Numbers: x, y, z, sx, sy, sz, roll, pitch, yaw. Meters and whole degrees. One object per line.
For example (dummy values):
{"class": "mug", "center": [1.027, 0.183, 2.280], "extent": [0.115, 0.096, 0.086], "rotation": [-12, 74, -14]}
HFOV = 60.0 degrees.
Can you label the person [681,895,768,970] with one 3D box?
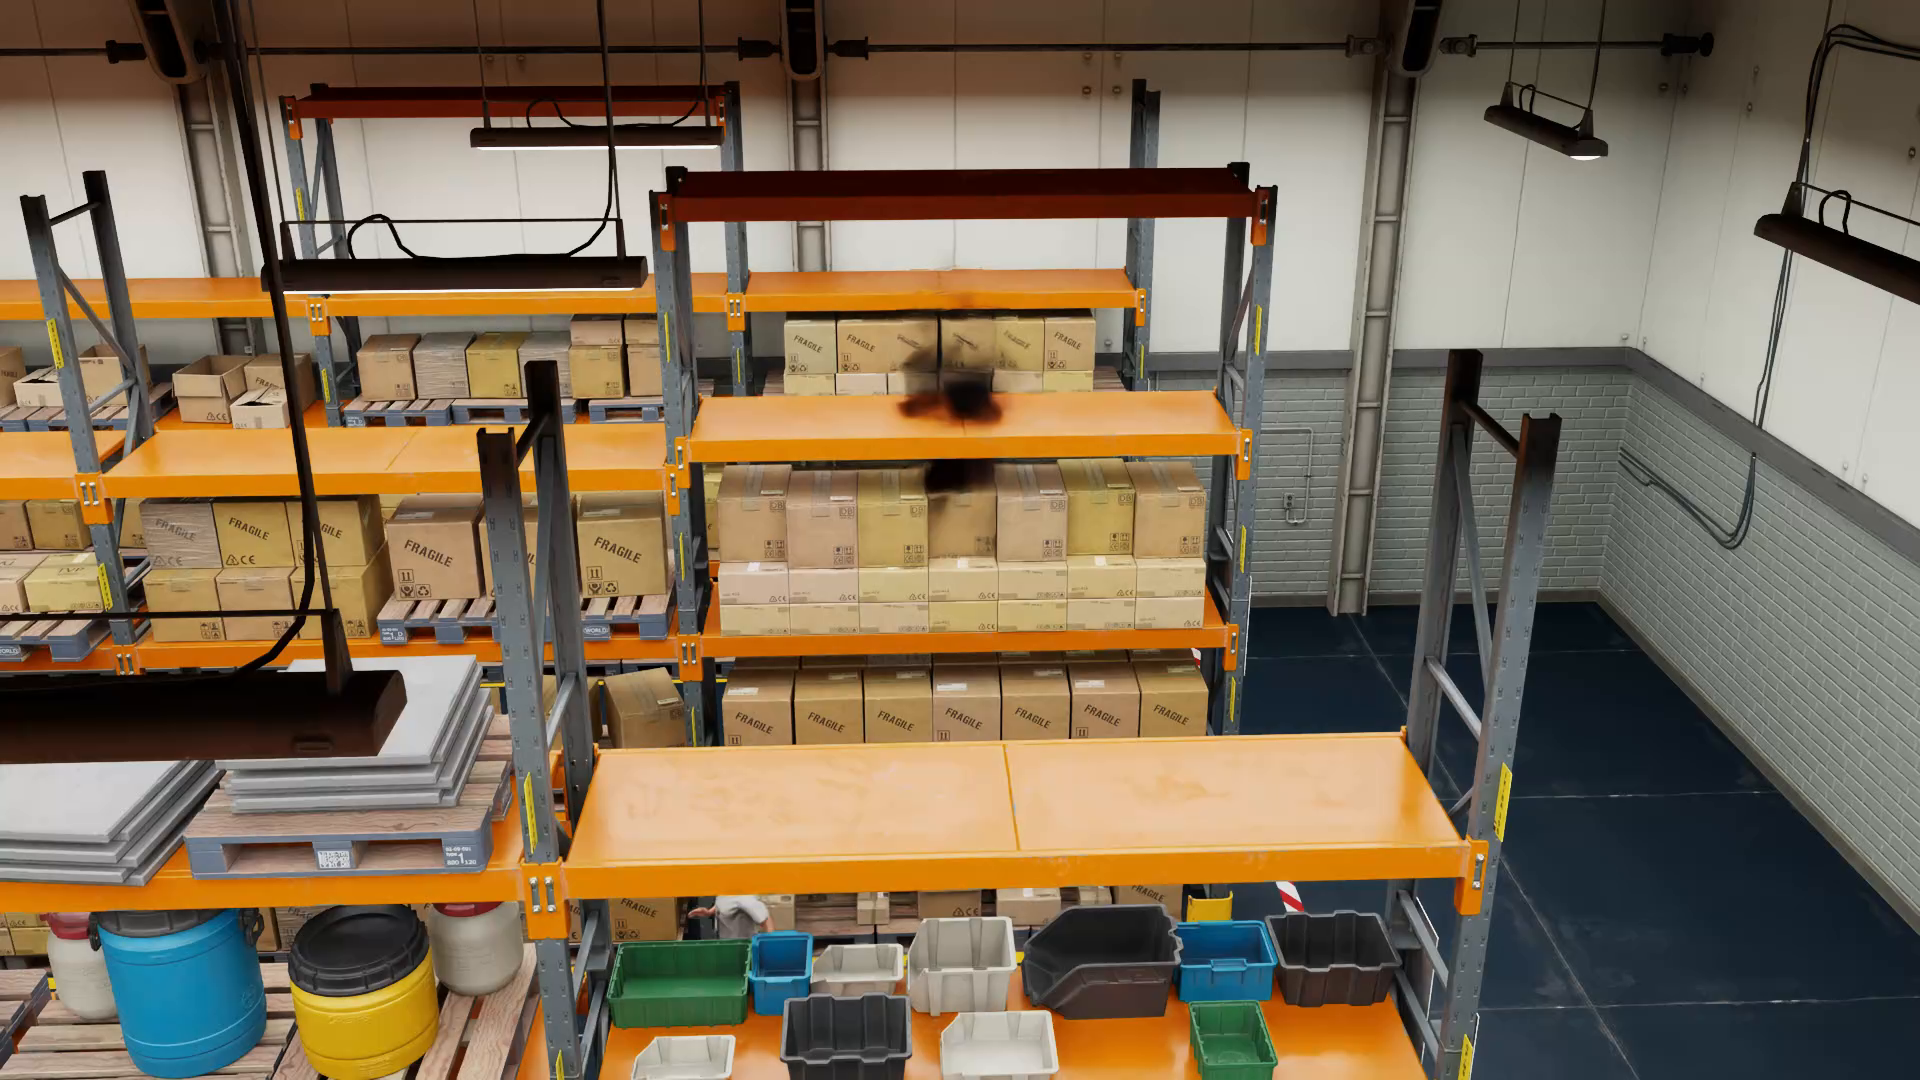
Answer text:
{"class": "person", "center": [-1.529, 2.820, 11.199], "extent": [0.905, 1.703, 0.565], "rotation": [-3, 22, -7]}
